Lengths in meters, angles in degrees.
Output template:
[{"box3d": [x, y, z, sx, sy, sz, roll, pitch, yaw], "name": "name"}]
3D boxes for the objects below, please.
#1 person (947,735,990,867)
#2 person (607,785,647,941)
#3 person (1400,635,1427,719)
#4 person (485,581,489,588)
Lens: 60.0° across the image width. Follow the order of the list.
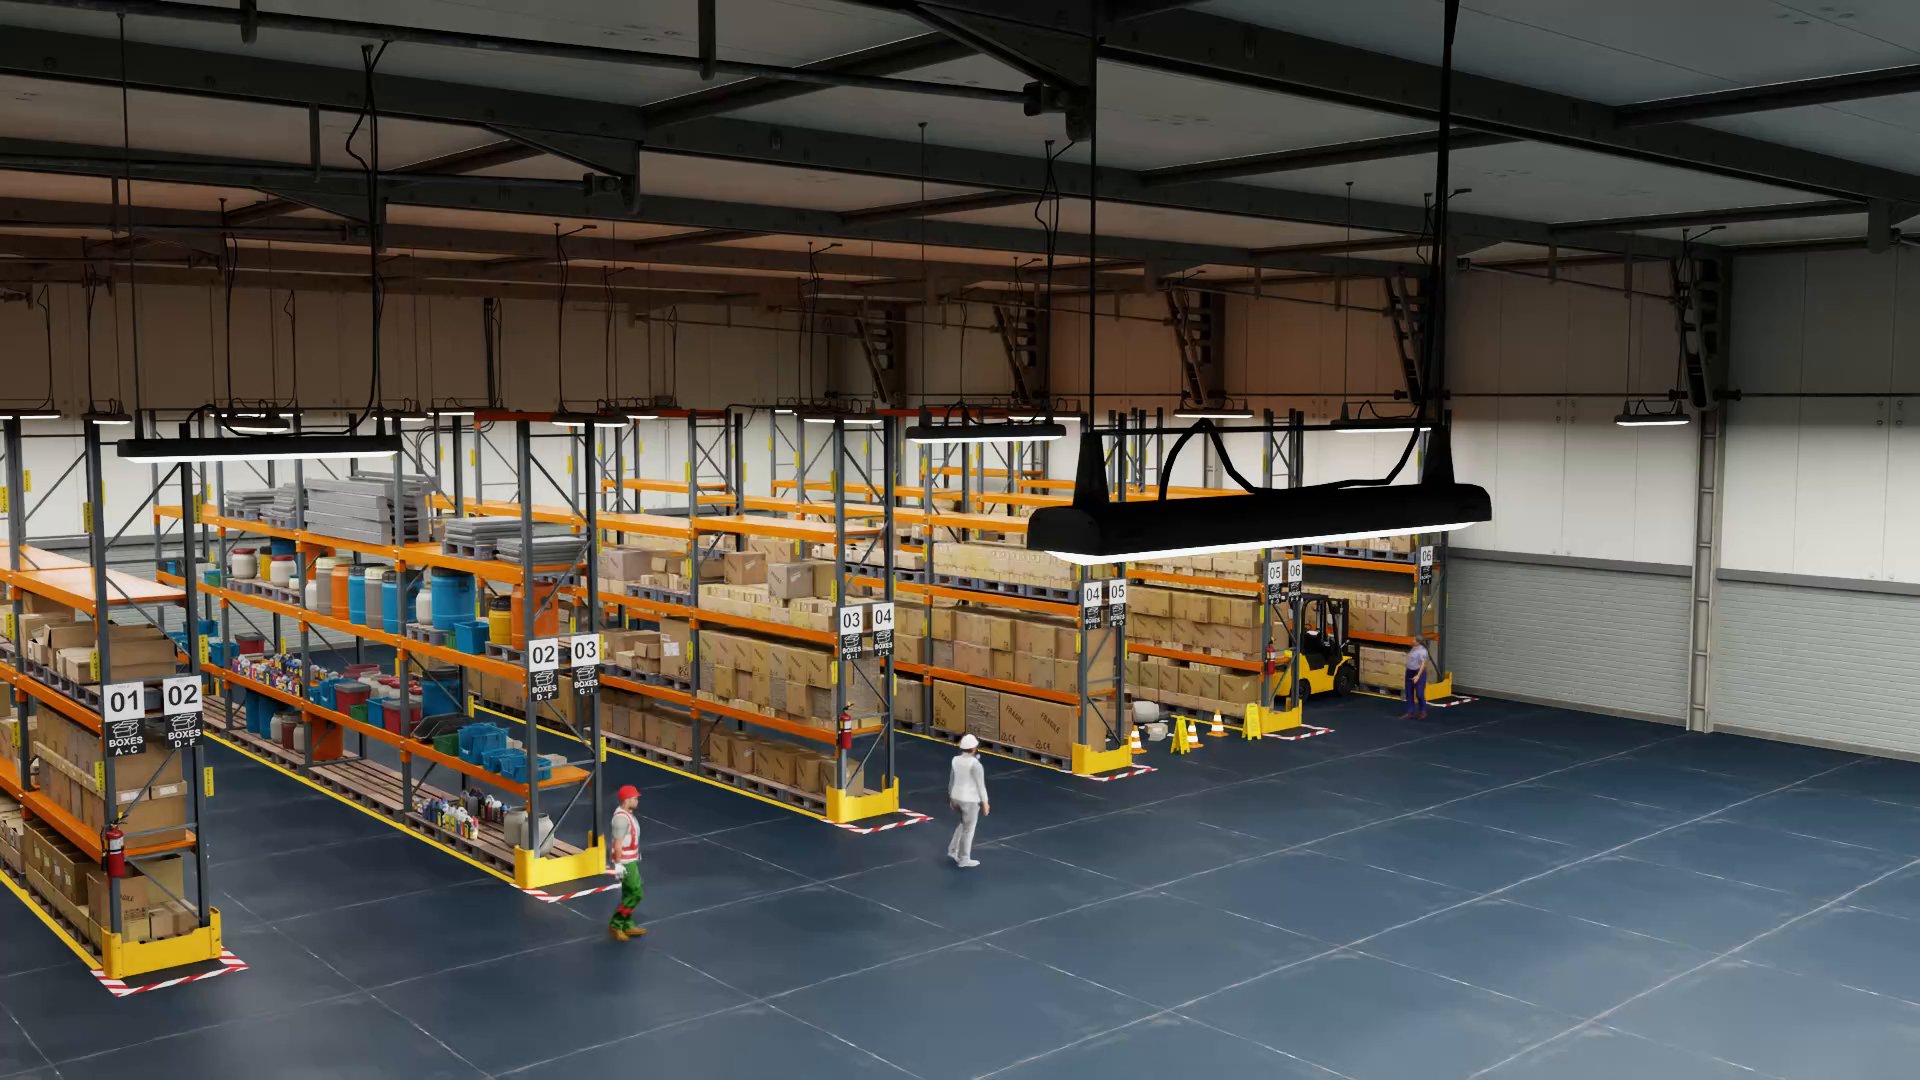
[{"box3d": [0.120, 3.498, 22.334, 0.402, 1.777, 0.629, -4, 6, -36], "name": "person"}, {"box3d": [-3.889, 3.745, 19.410, 0.447, 1.788, 0.645, 0, 5, -6], "name": "person"}, {"box3d": [8.866, 2.671, 32.400, 0.489, 1.662, 0.505, -4, 6, -37], "name": "person"}, {"box3d": [-11.871, 1.838, 41.817, 0.519, 1.611, 0.943, -4, 6, -36], "name": "person"}]
